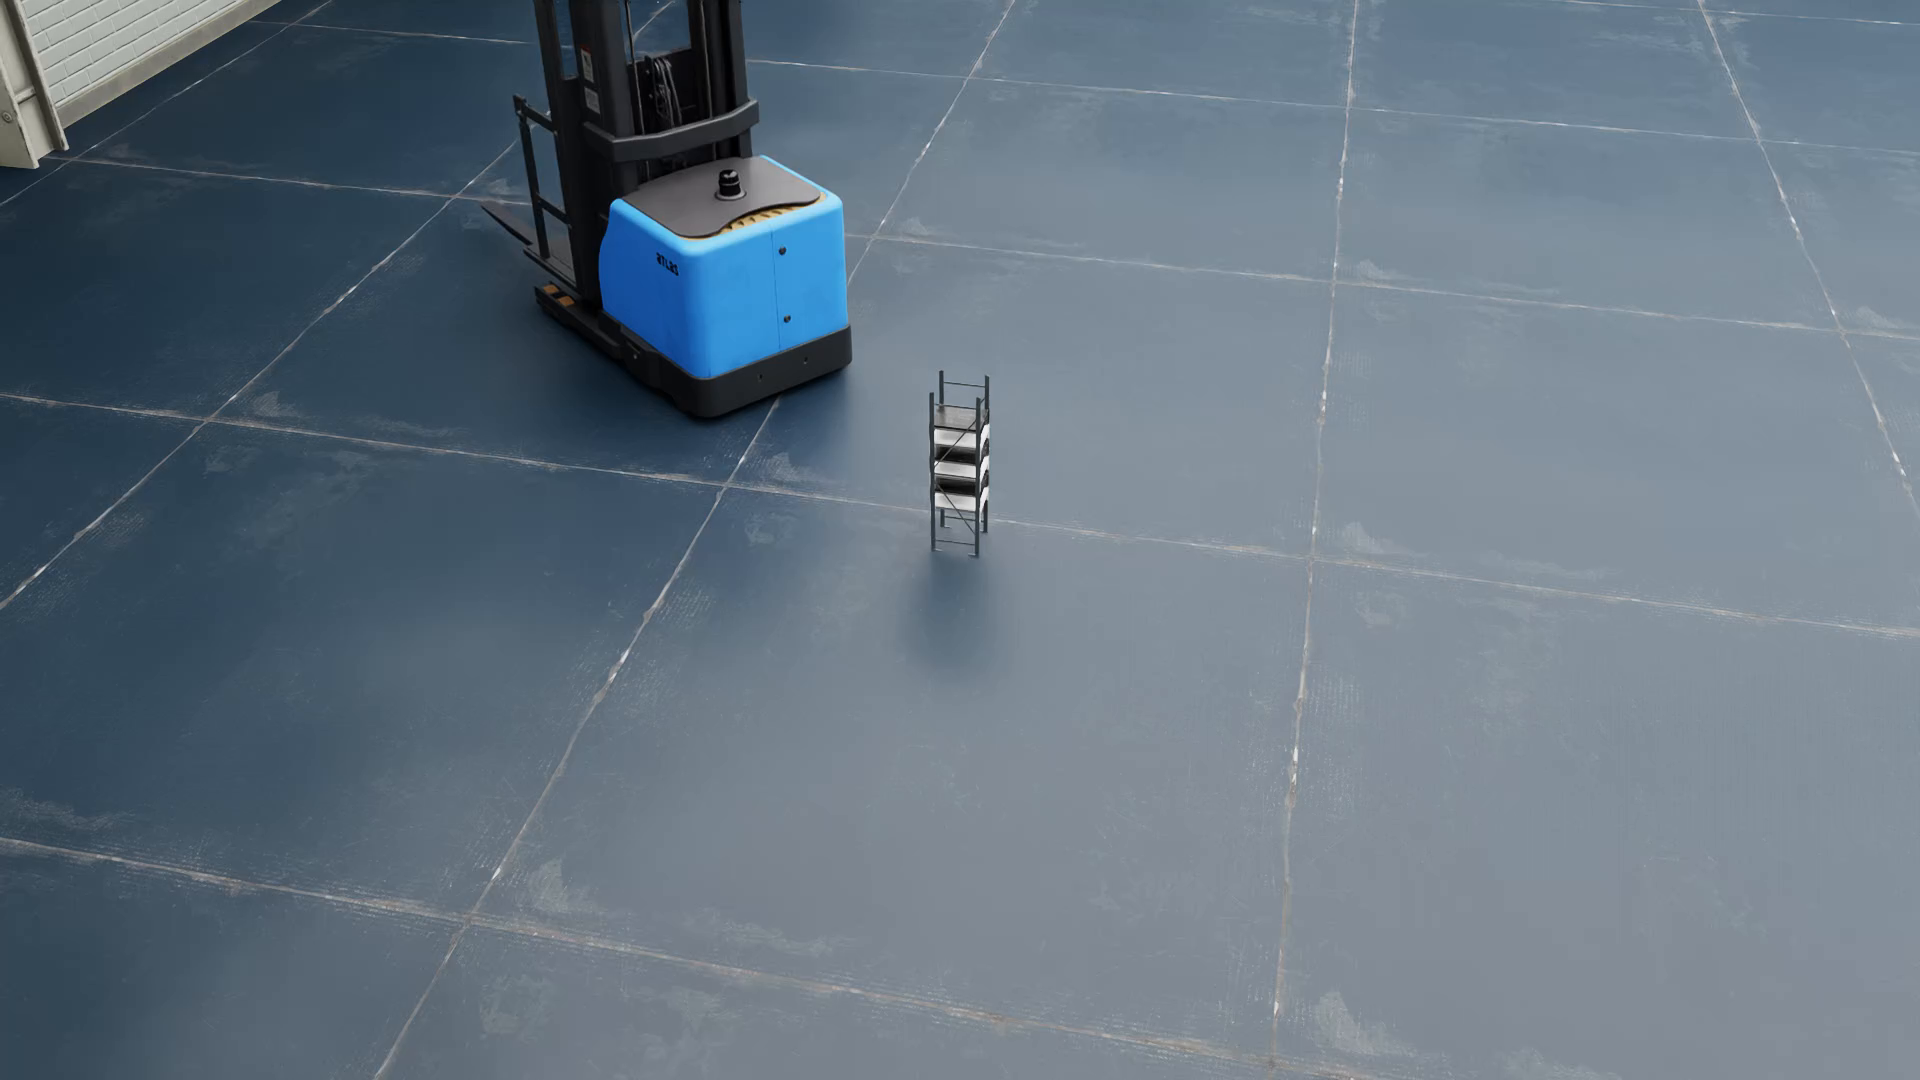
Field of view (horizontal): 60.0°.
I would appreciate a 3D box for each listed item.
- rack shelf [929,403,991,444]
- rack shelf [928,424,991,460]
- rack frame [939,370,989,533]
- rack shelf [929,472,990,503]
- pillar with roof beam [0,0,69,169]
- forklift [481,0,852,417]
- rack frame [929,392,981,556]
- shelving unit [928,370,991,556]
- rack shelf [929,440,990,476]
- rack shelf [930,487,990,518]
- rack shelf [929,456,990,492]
[{"bbox_3d":[-0.002,-0.551,7.841,0.258,0.077,0.200,7,37,10],"label":"rack shelf"},{"bbox_3d":[-0.002,-0.478,7.893,0.258,0.077,0.200,7,37,10],"label":"rack shelf"},{"bbox_3d":[0.020,-0.418,8.060,0.240,0.900,0.006,7,37,10],"label":"rack frame"},{"bbox_3d":[-0.002,-0.260,8.052,0.258,0.077,0.200,7,37,10],"label":"rack shelf"},{"bbox_3d":[-2.536,-5.896,8.717,9.100,9.000,0.400,7,37,10],"label":"pillar with roof beam"},{"bbox_3d":[-1.937,-2.655,9.415,1.130,2.935,3.031,-25,43,-31],"label":"forklift"},{"bbox_3d":[-0.023,-0.301,7.899,0.240,0.900,0.006,7,37,10],"label":"rack frame"},{"bbox_3d":[-0.002,-0.360,7.980,0.258,0.900,0.210,7,37,10],"label":"shelving unit"},{"bbox_3d":[-0.002,-0.406,7.946,0.258,0.077,0.200,7,37,10],"label":"rack shelf"},{"bbox_3d":[-0.002,-0.187,8.105,0.258,0.077,0.200,7,37,10],"label":"rack shelf"},{"bbox_3d":[-0.002,-0.333,7.999,0.258,0.077,0.200,7,37,10],"label":"rack shelf"}]
